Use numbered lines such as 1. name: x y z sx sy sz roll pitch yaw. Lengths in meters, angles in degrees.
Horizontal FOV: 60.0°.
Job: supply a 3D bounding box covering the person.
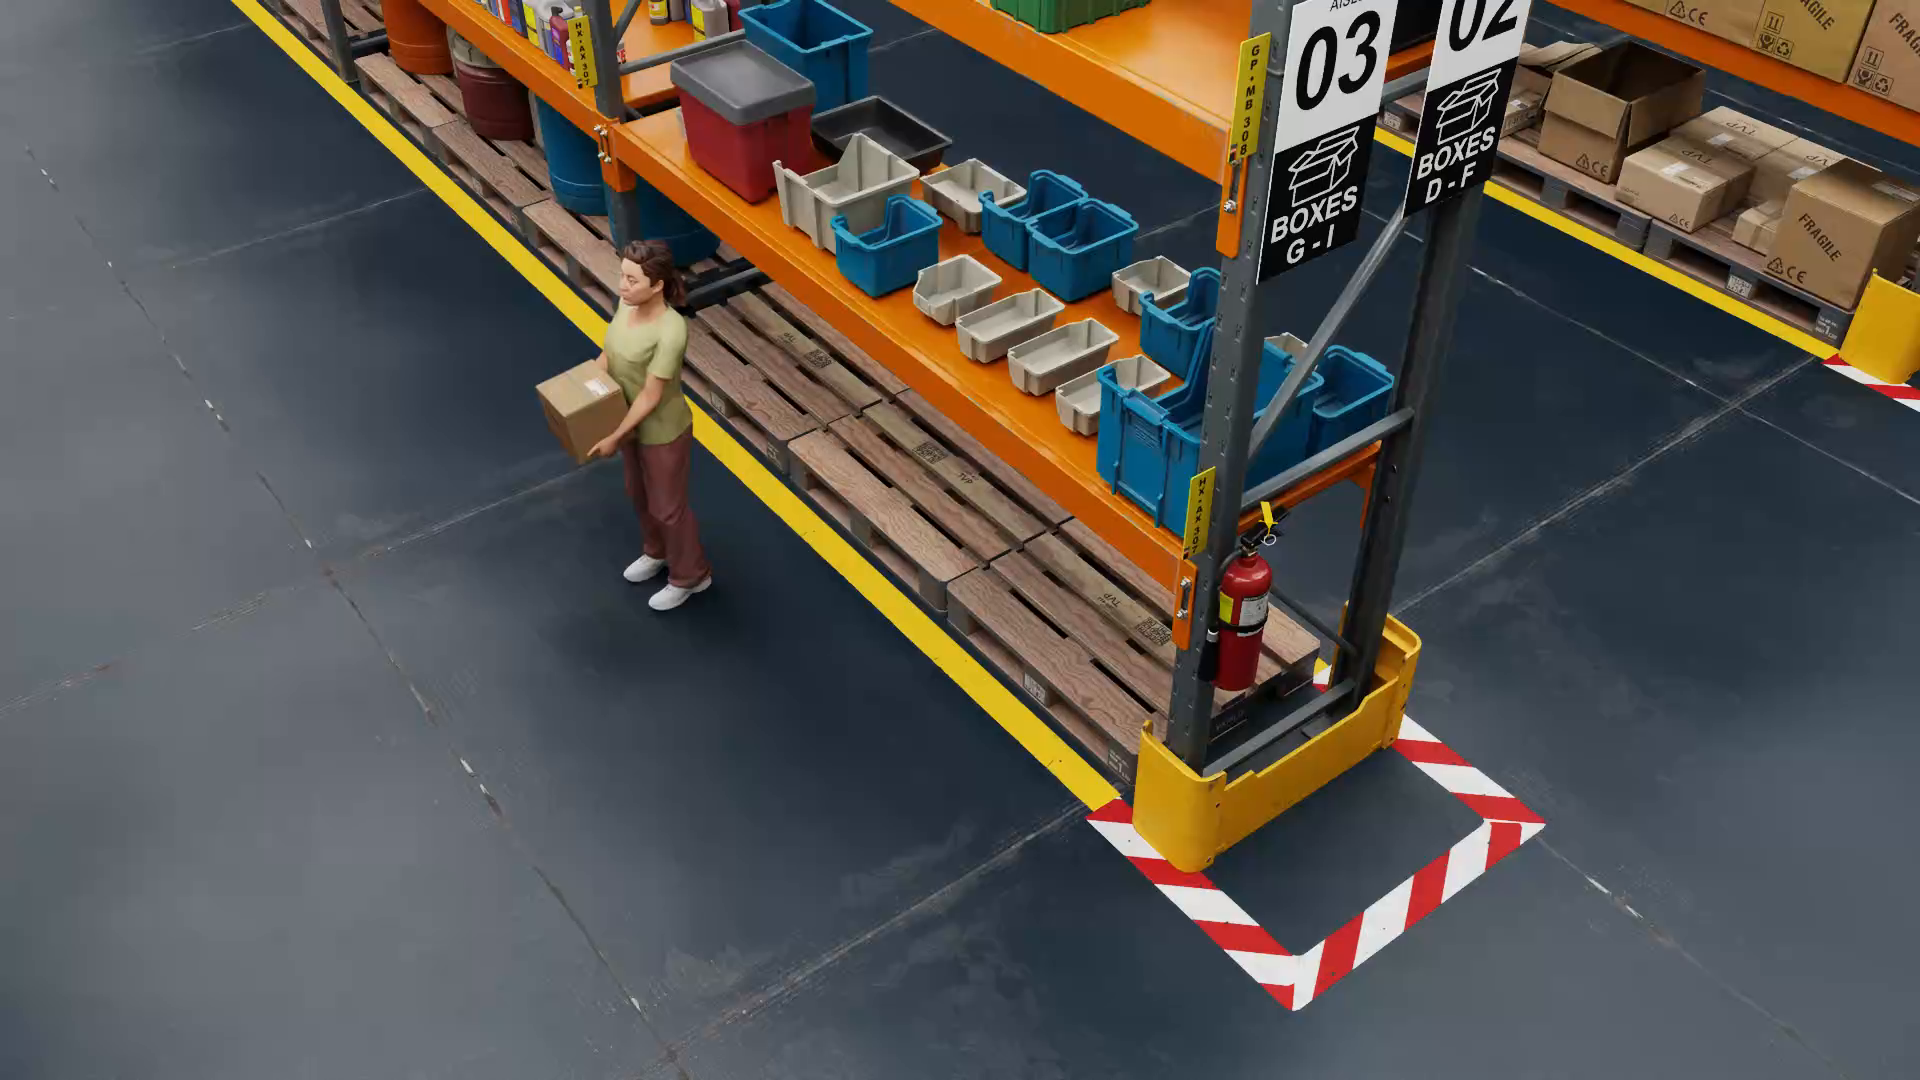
1. person: -1.289 -0.432 6.675 0.559 1.663 0.425 -25 47 -27
